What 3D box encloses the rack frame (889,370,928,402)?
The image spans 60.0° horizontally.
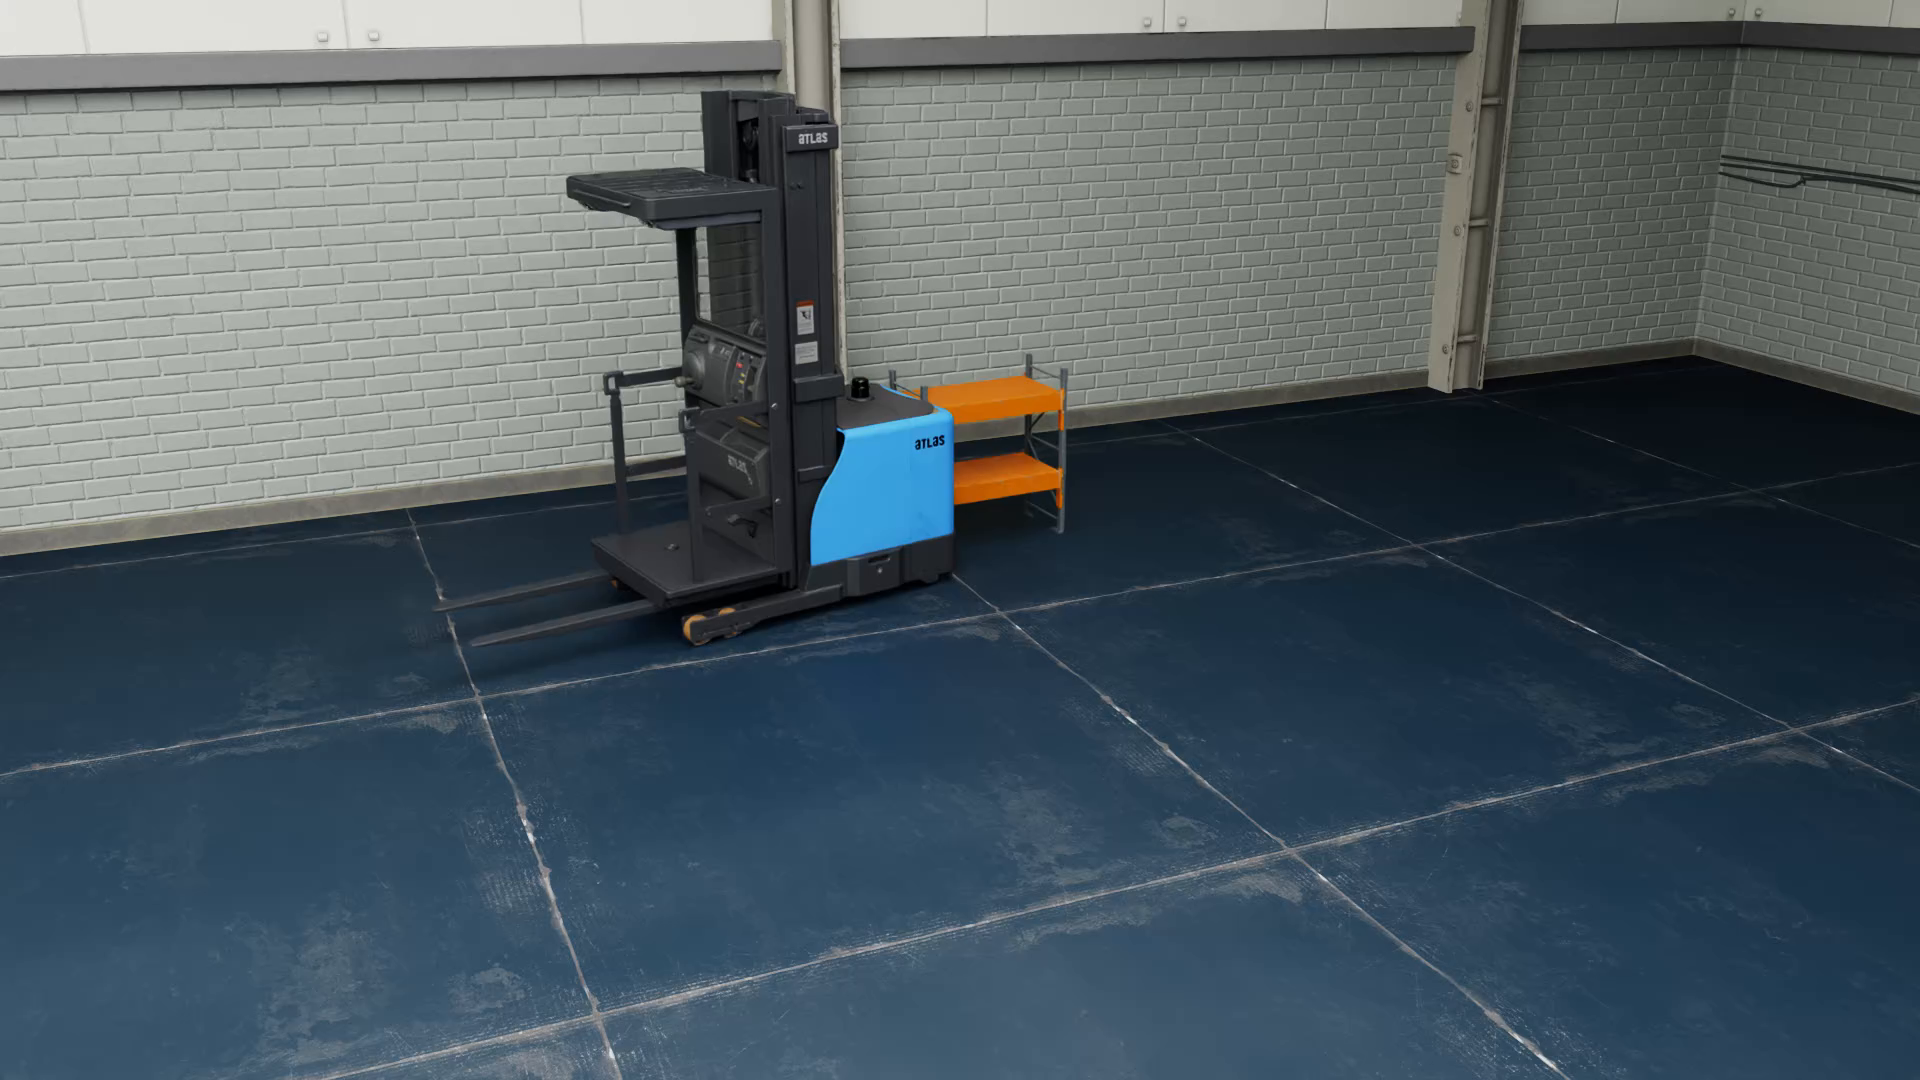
[{"bbox_3d":[-0.330,-0.497,10.740,0.032,1.125,0.500,-10,22,-26],"label":"rack frame"}]

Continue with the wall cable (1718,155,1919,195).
[{"bbox_3d":[7.661,-4.136,13.895,0.112,2.526,3.097,-8,21,-22],"label":"wall cable"}]

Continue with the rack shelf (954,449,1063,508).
[{"bbox_3d":[0.121,-0.345,11.044,1.000,0.278,0.538,-10,22,-26],"label":"rack shelf"}]

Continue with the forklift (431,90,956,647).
[{"bbox_3d":[-1.523,-0.992,9.427,3.031,2.935,1.130,-13,23,-33],"label":"forklift"}]

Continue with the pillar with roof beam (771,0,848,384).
[{"bbox_3d":[0.628,-3.514,7.453,0.400,9.000,9.100,-8,21,-22],"label":"pillar with roof beam"}]

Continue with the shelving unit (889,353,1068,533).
[{"bbox_3d":[0.121,-0.575,10.962,1.048,1.125,0.538,-10,22,-26],"label":"shelving unit"}]

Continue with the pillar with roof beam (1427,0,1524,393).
[{"bbox_3d":[6.137,-4.304,9.695,0.400,9.000,9.100,-8,21,-22],"label":"pillar with roof beam"}]

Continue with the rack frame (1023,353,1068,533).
[{"bbox_3d":[0.571,-0.654,11.185,0.032,1.125,0.500,-10,22,-26],"label":"rack frame"}]

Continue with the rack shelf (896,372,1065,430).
[{"bbox_3d":[0.121,-0.851,10.865,1.000,0.278,0.538,-10,22,-26],"label":"rack shelf"}]
